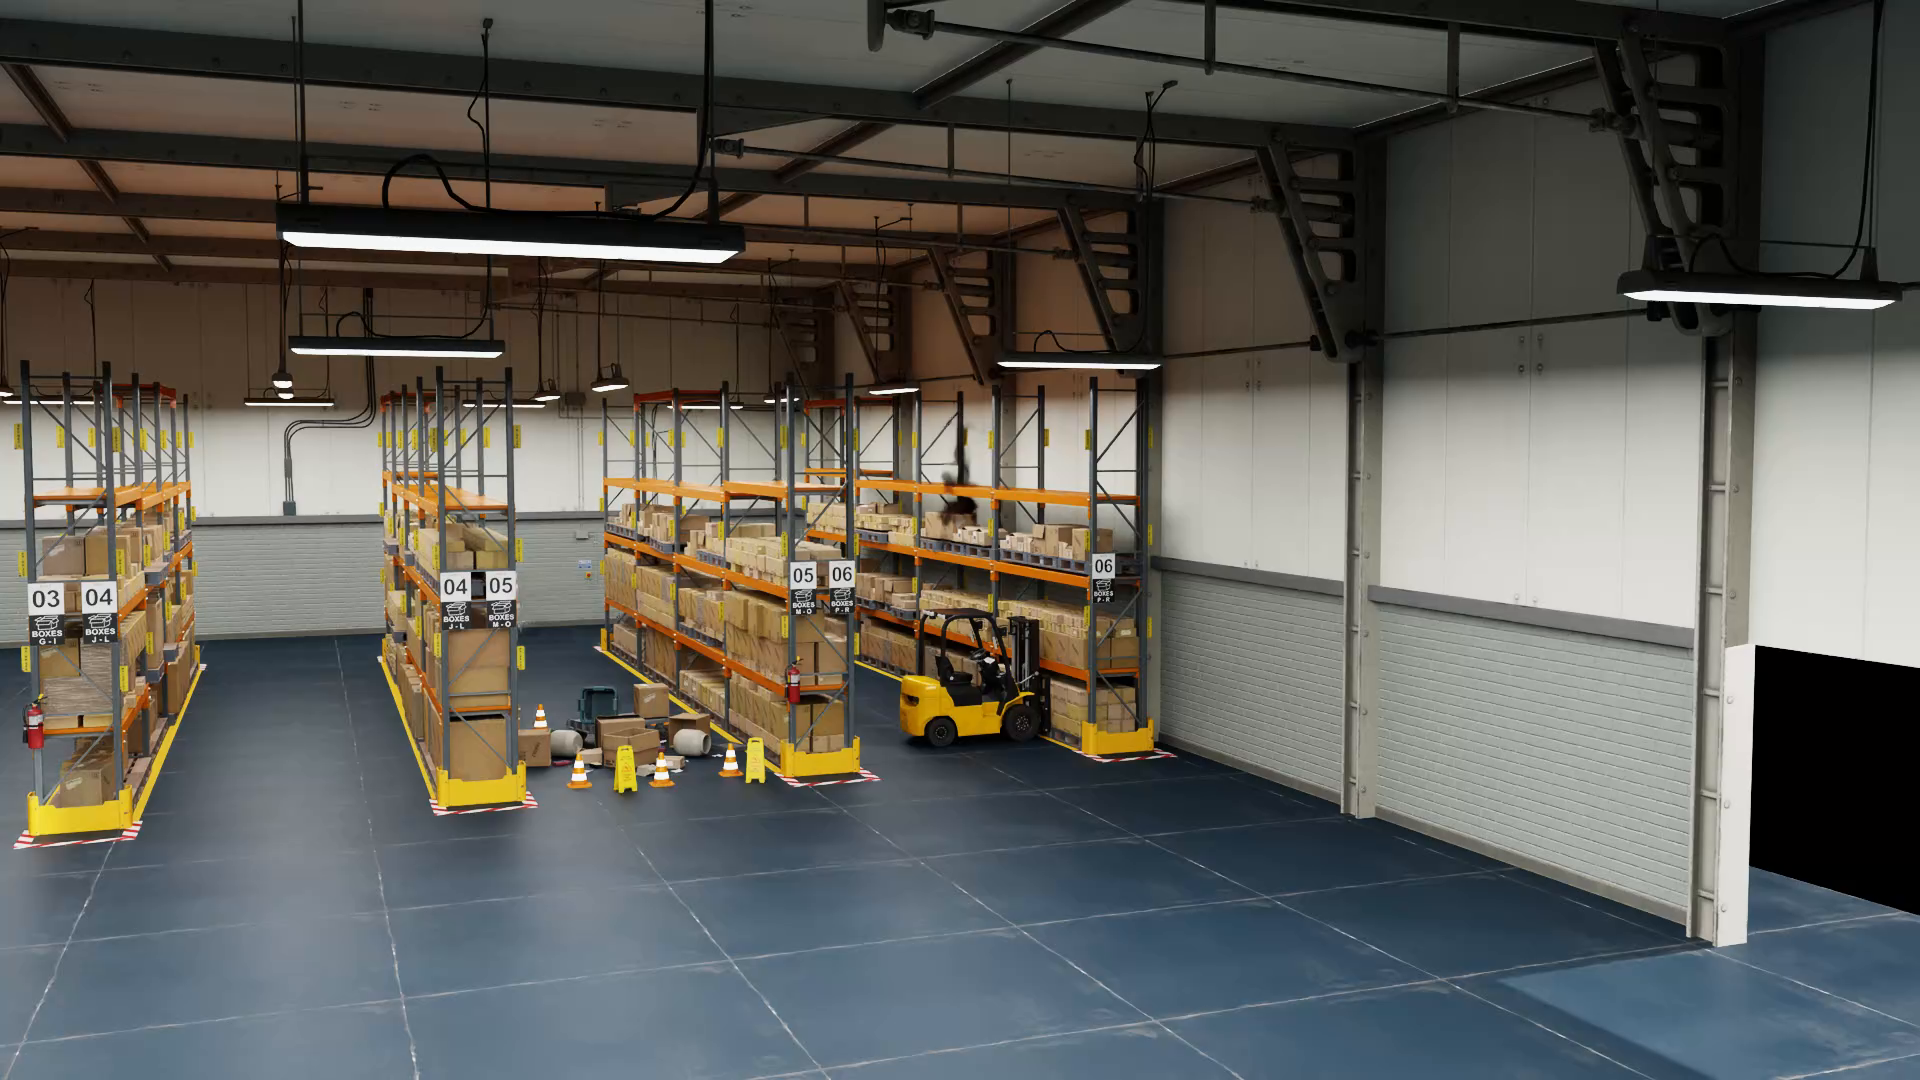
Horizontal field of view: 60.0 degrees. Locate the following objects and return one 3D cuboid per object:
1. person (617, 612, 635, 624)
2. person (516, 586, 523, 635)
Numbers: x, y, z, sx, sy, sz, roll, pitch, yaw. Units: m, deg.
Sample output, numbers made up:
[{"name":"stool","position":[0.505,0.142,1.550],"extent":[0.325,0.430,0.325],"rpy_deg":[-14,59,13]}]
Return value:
[{"name":"person","position":[-8.182,1.718,40.836],"extent":[0.664,1.648,0.551],"rpy_deg":[0,3,0]},{"name":"person","position":[-11.037,1.697,40.815],"extent":[0.686,1.729,0.707],"rpy_deg":[-3,5,-42]}]
